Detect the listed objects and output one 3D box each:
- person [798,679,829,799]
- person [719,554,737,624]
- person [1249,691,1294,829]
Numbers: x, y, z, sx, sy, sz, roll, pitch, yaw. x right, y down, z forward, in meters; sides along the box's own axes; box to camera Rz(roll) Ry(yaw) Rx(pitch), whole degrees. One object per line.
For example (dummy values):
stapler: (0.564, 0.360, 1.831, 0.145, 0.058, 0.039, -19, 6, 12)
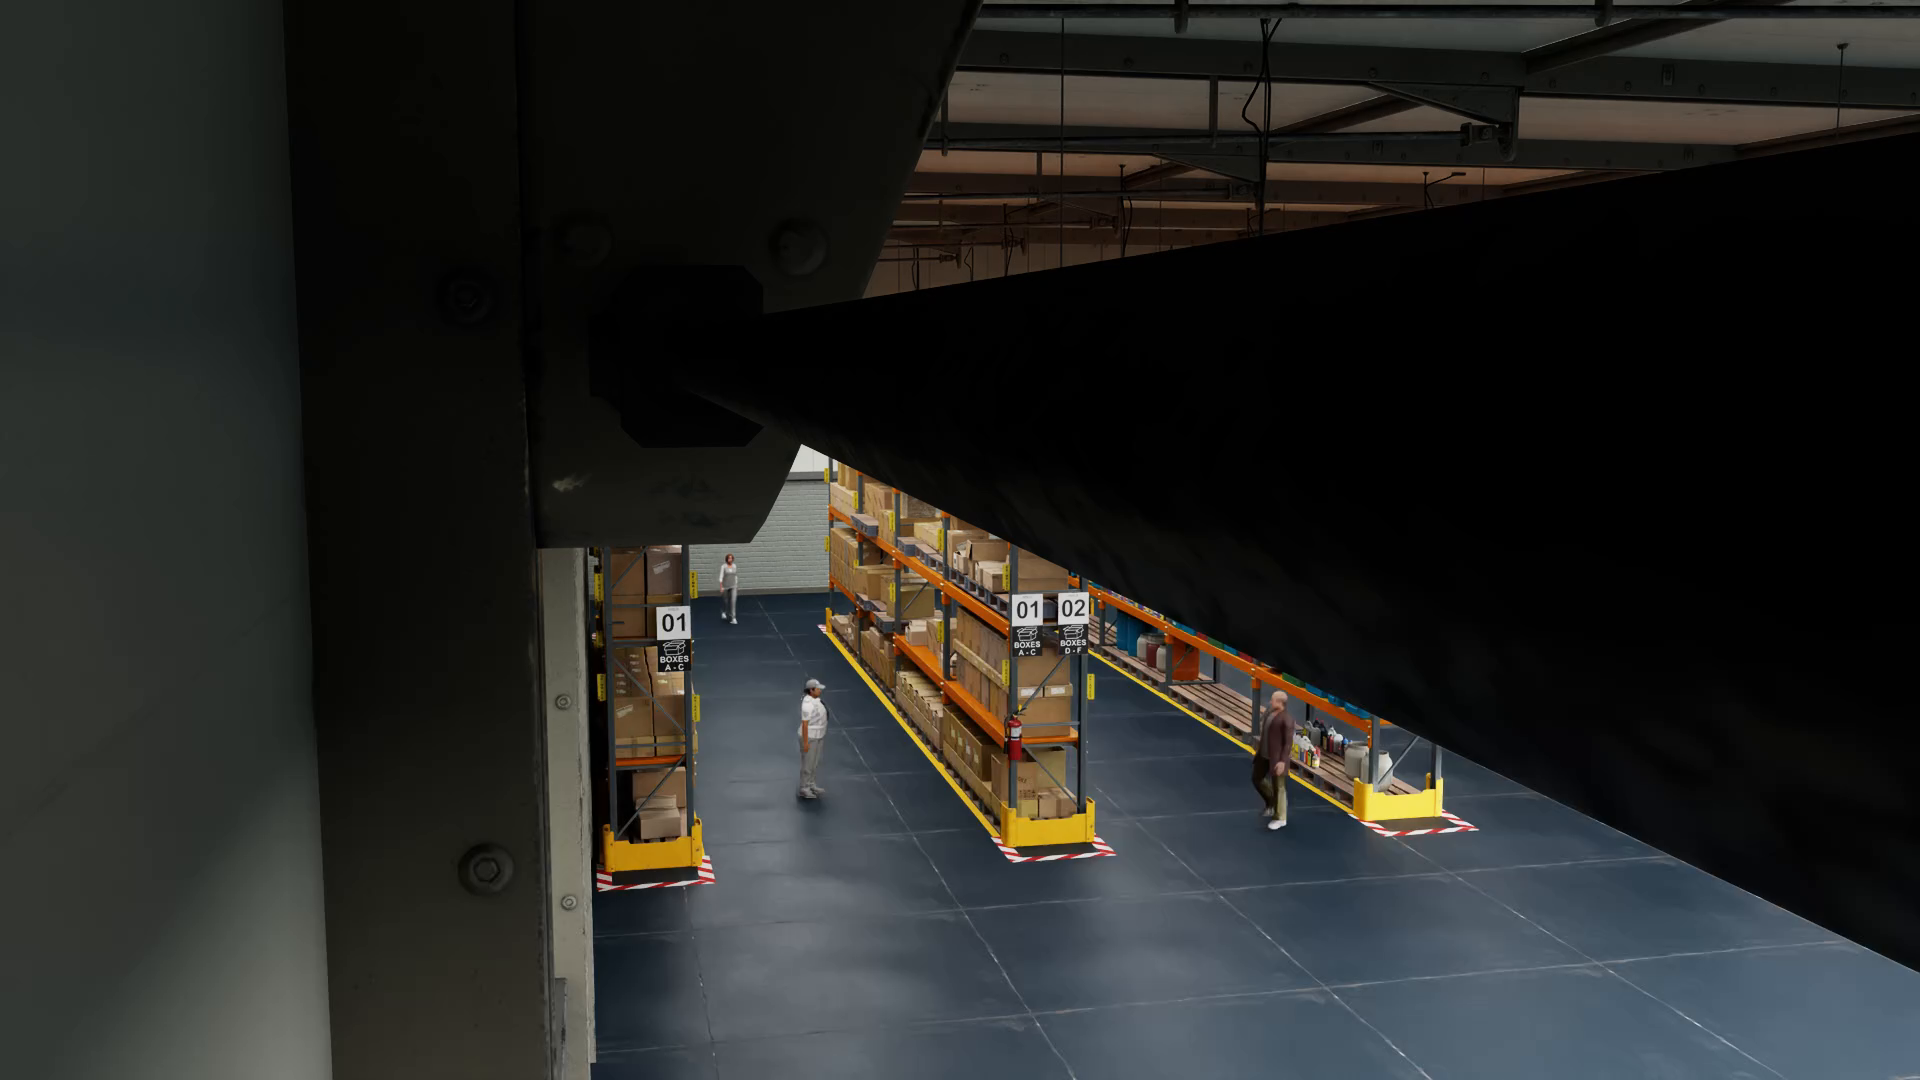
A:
person: (-2.056, 2.759, 23.217, 0.399, 1.668, 0.583, 1, 7, 10)
person: (-5.237, 1.089, 37.647, 0.425, 1.538, 0.890, -2, 7, -17)
person: (4.122, 2.850, 21.855, 0.553, 1.779, 0.661, -4, 8, -31)
